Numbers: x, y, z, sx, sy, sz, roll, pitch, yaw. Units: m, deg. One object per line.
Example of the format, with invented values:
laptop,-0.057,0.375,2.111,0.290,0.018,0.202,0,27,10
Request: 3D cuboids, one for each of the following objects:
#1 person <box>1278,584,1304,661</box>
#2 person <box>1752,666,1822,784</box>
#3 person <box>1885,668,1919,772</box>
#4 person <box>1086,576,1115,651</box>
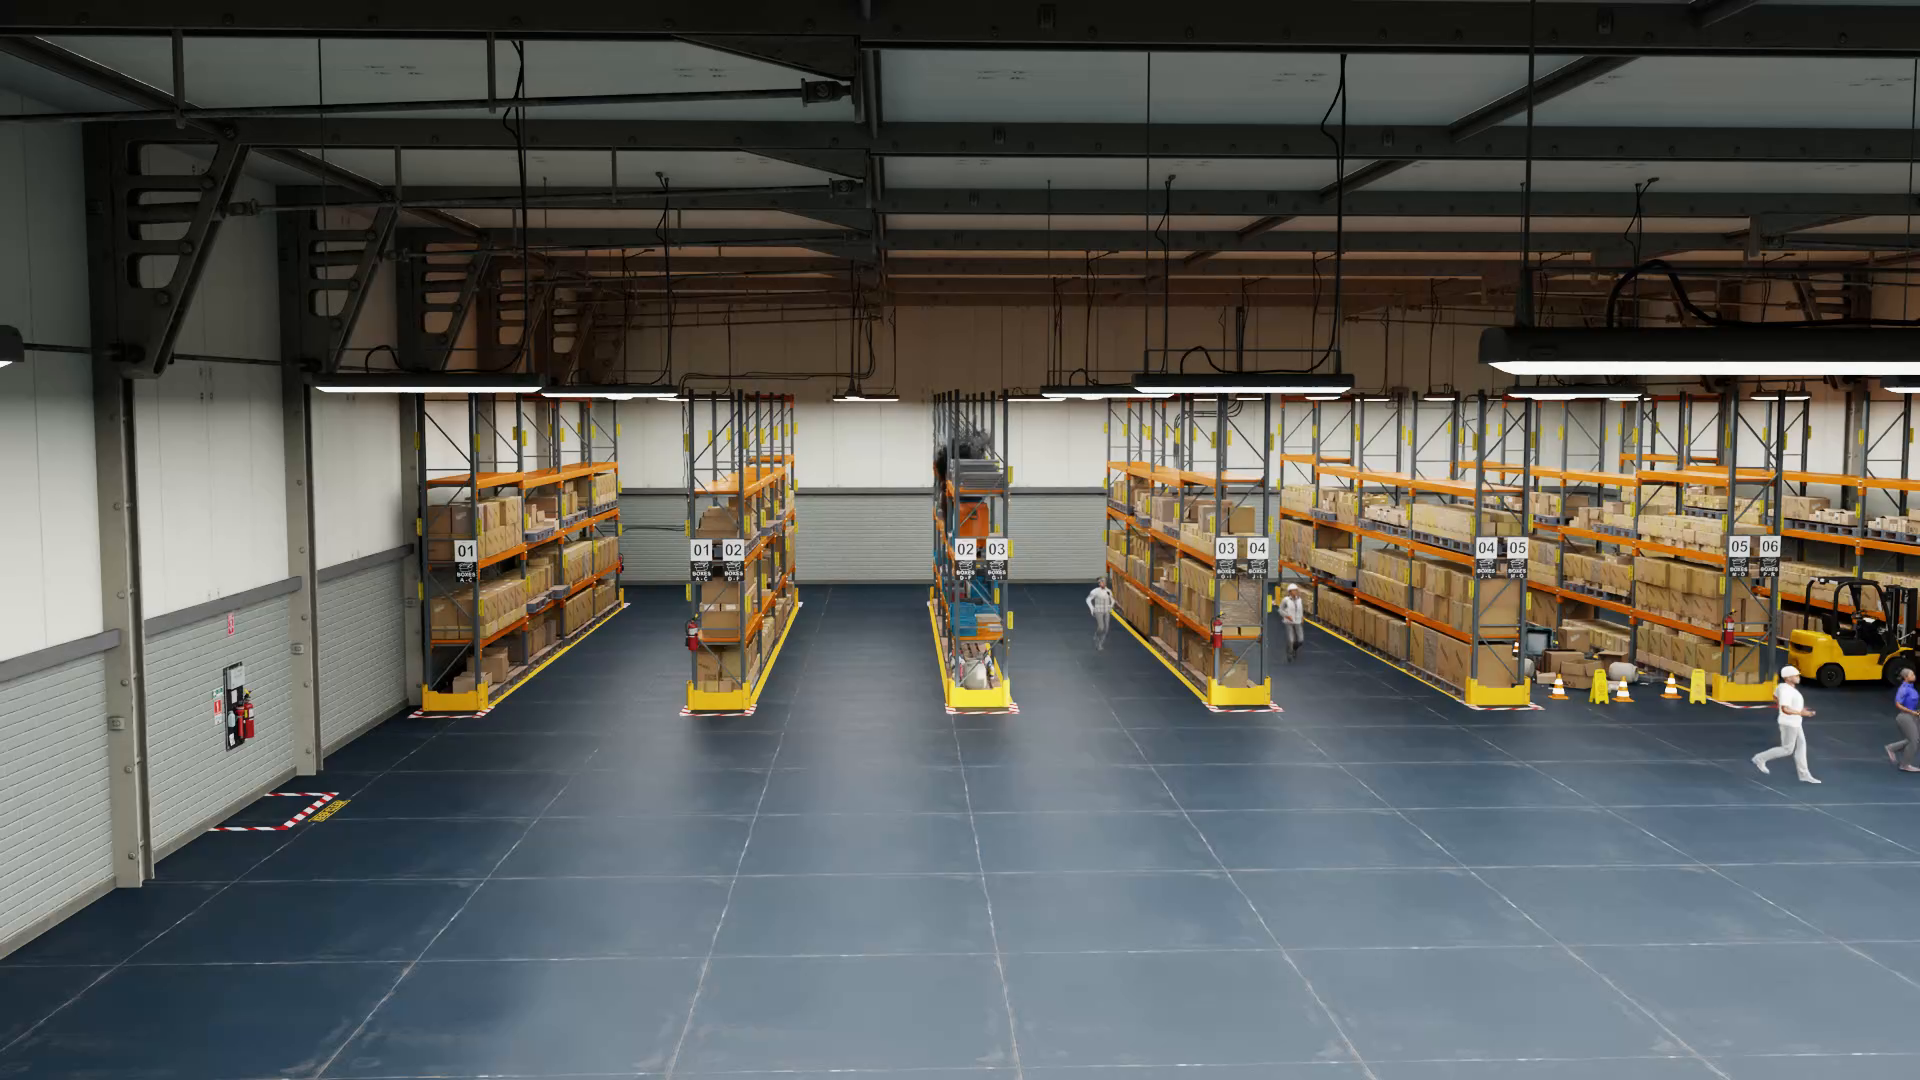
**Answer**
person,7.398,1.839,36.936,0.673,1.734,0.569,-1,5,-13
person,12.528,2.784,25.141,0.956,1.762,0.700,3,5,31
person,14.787,2.845,25.997,0.584,1.516,0.573,4,6,42
person,3.148,1.614,36.660,0.608,1.667,0.517,-1,5,-17
